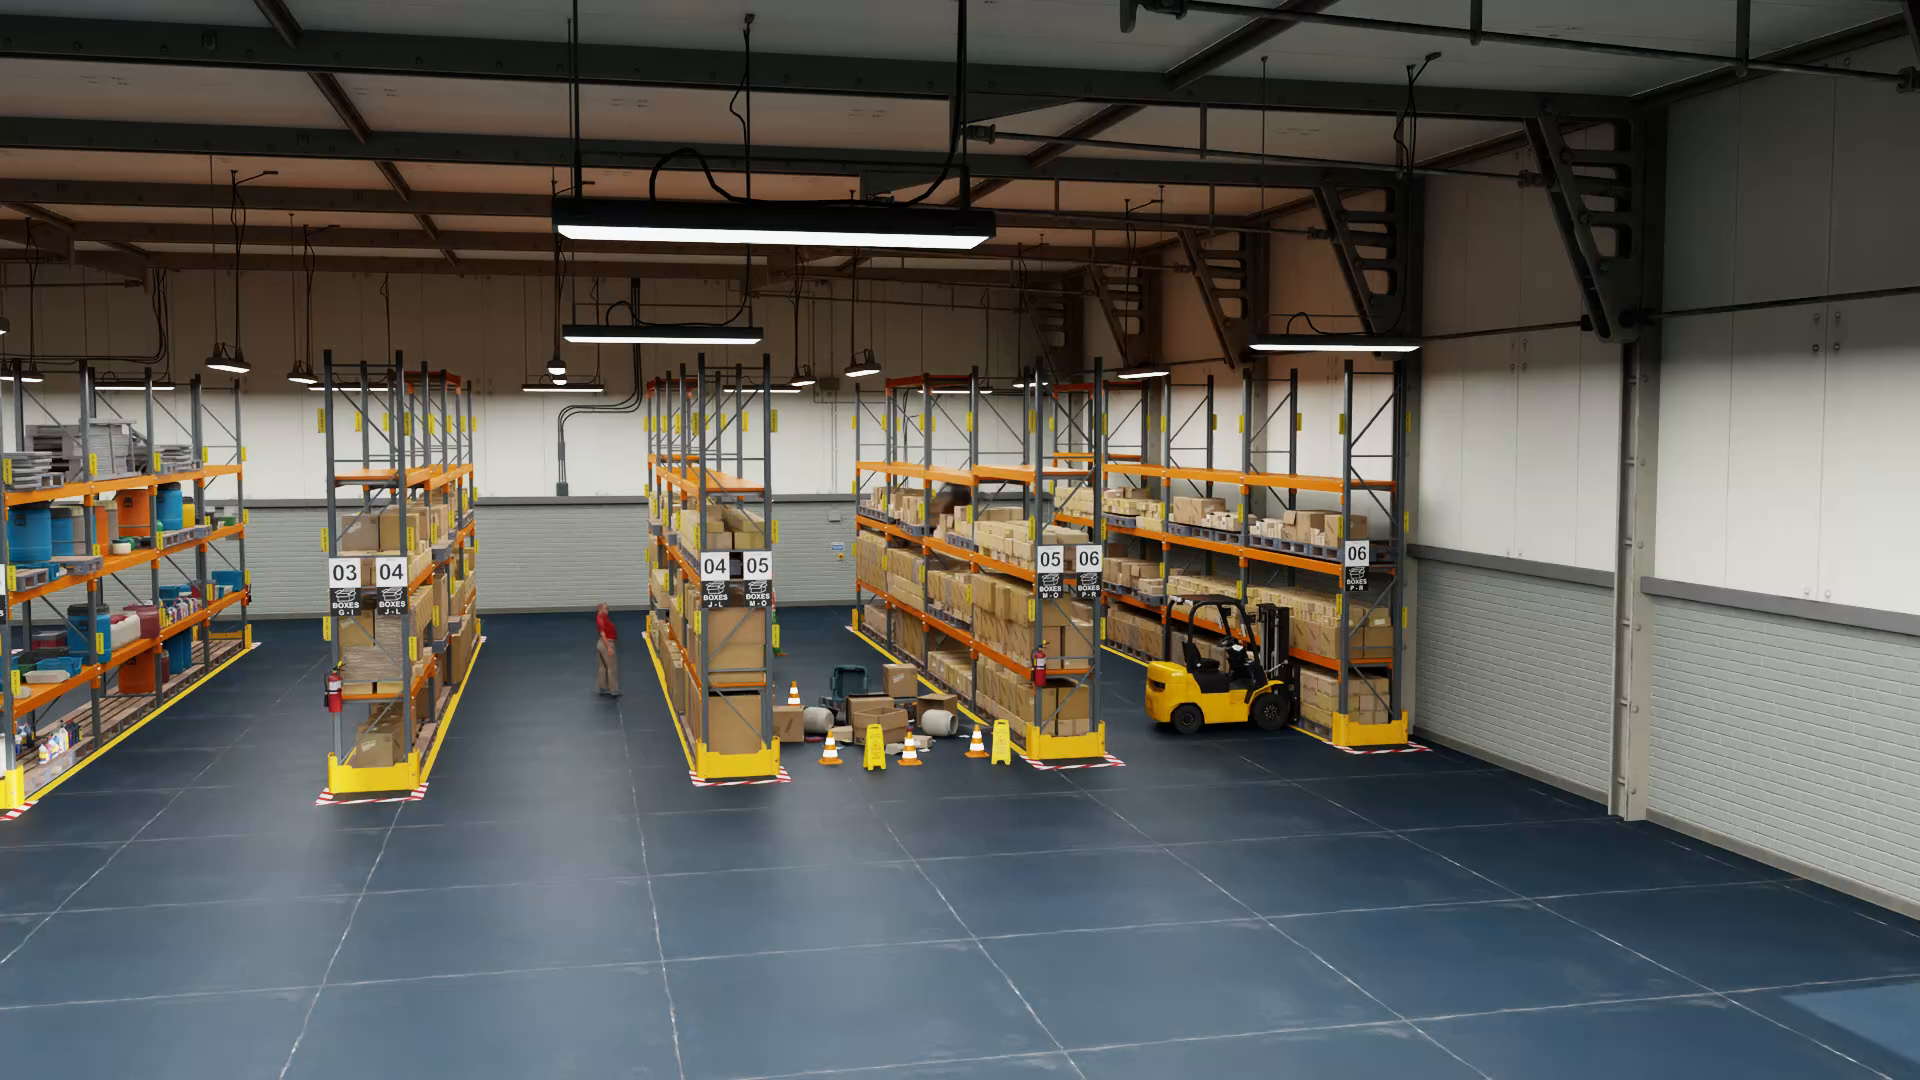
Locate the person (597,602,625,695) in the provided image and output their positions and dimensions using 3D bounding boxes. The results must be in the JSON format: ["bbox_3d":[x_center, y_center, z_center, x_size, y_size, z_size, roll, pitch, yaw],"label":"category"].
[{"bbox_3d":[-6.474,2.002,30.727,0.493,1.712,0.627,-2,4,-24],"label":"person"}]

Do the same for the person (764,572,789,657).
[{"bbox_3d":[-3.808,1.467,33.815,0.573,1.786,0.603,-2,4,-21],"label":"person"}]
